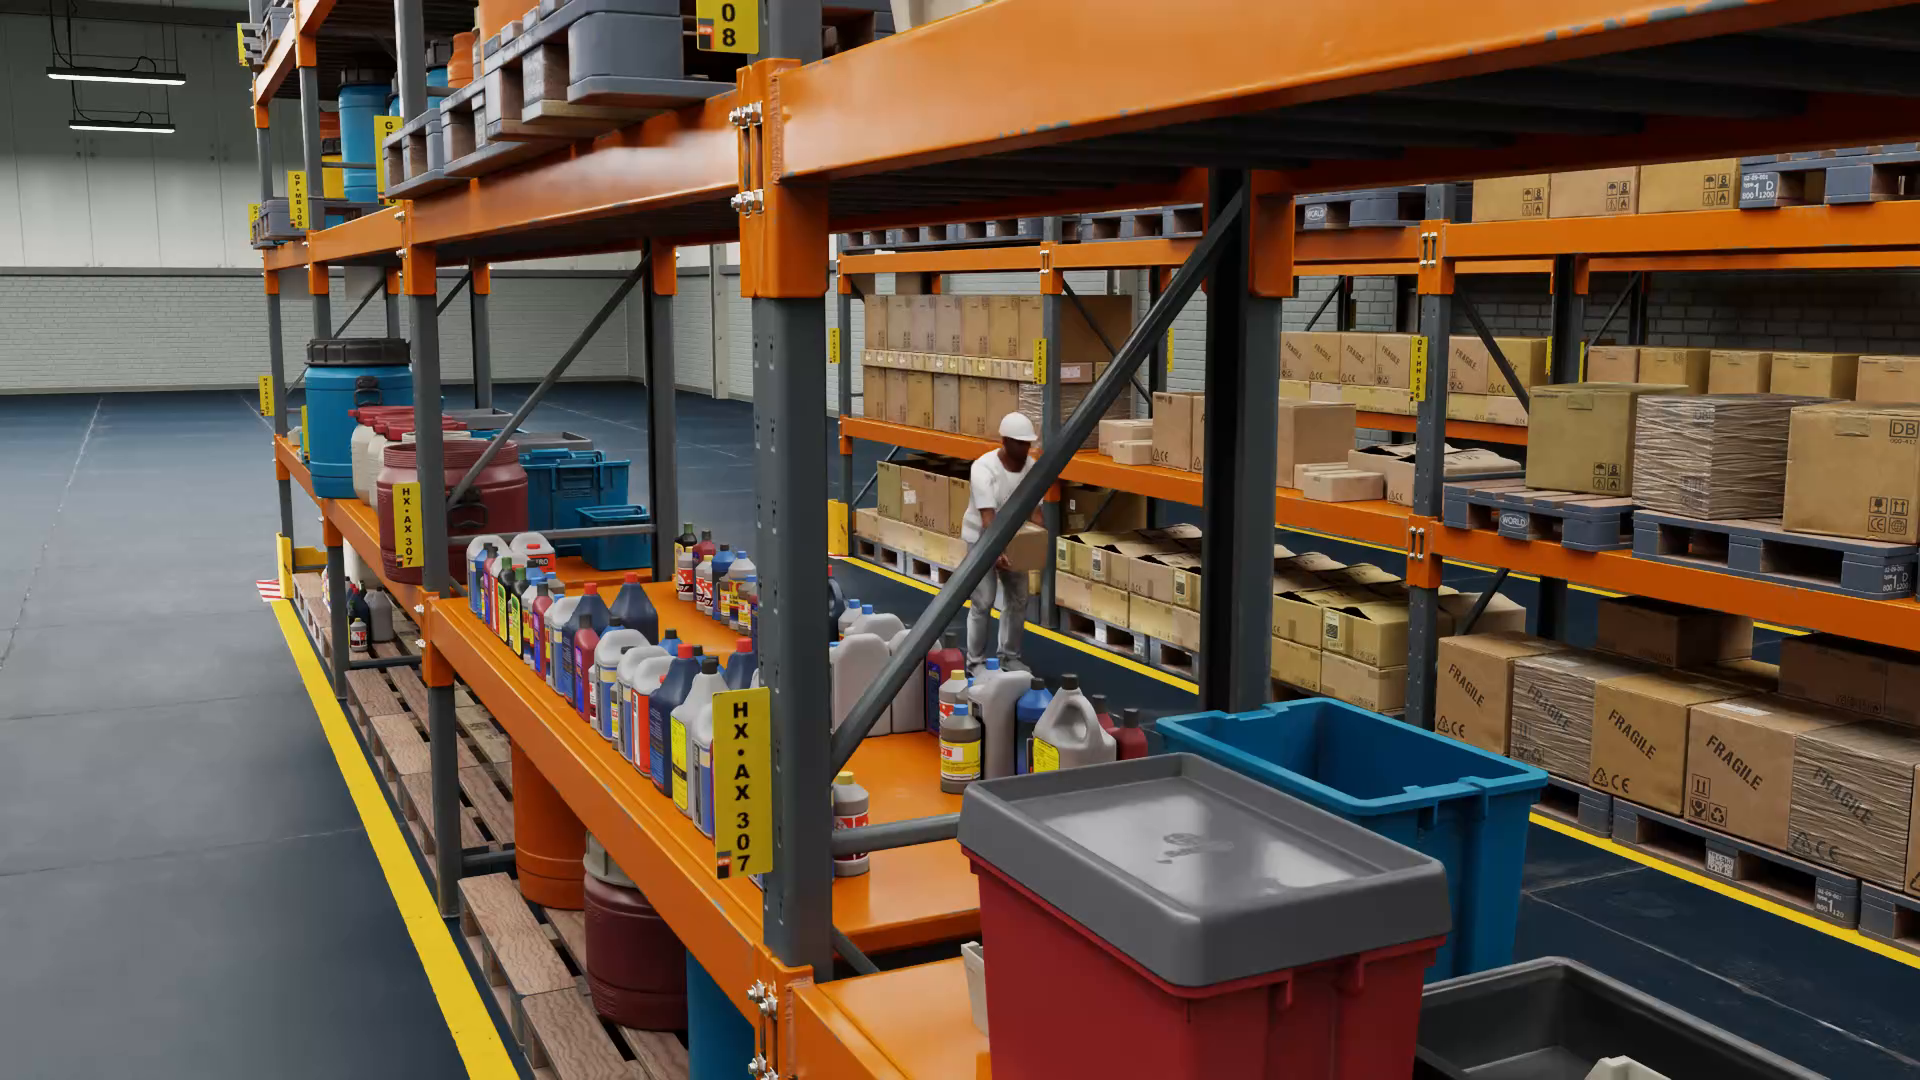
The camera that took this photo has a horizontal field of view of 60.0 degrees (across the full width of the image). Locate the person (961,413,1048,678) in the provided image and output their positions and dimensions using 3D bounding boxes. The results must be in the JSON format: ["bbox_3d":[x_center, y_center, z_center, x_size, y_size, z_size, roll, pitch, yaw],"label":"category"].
[{"bbox_3d":[0.301,0.039,10.657,0.498,1.718,0.613,-5,10,-28],"label":"person"}]
